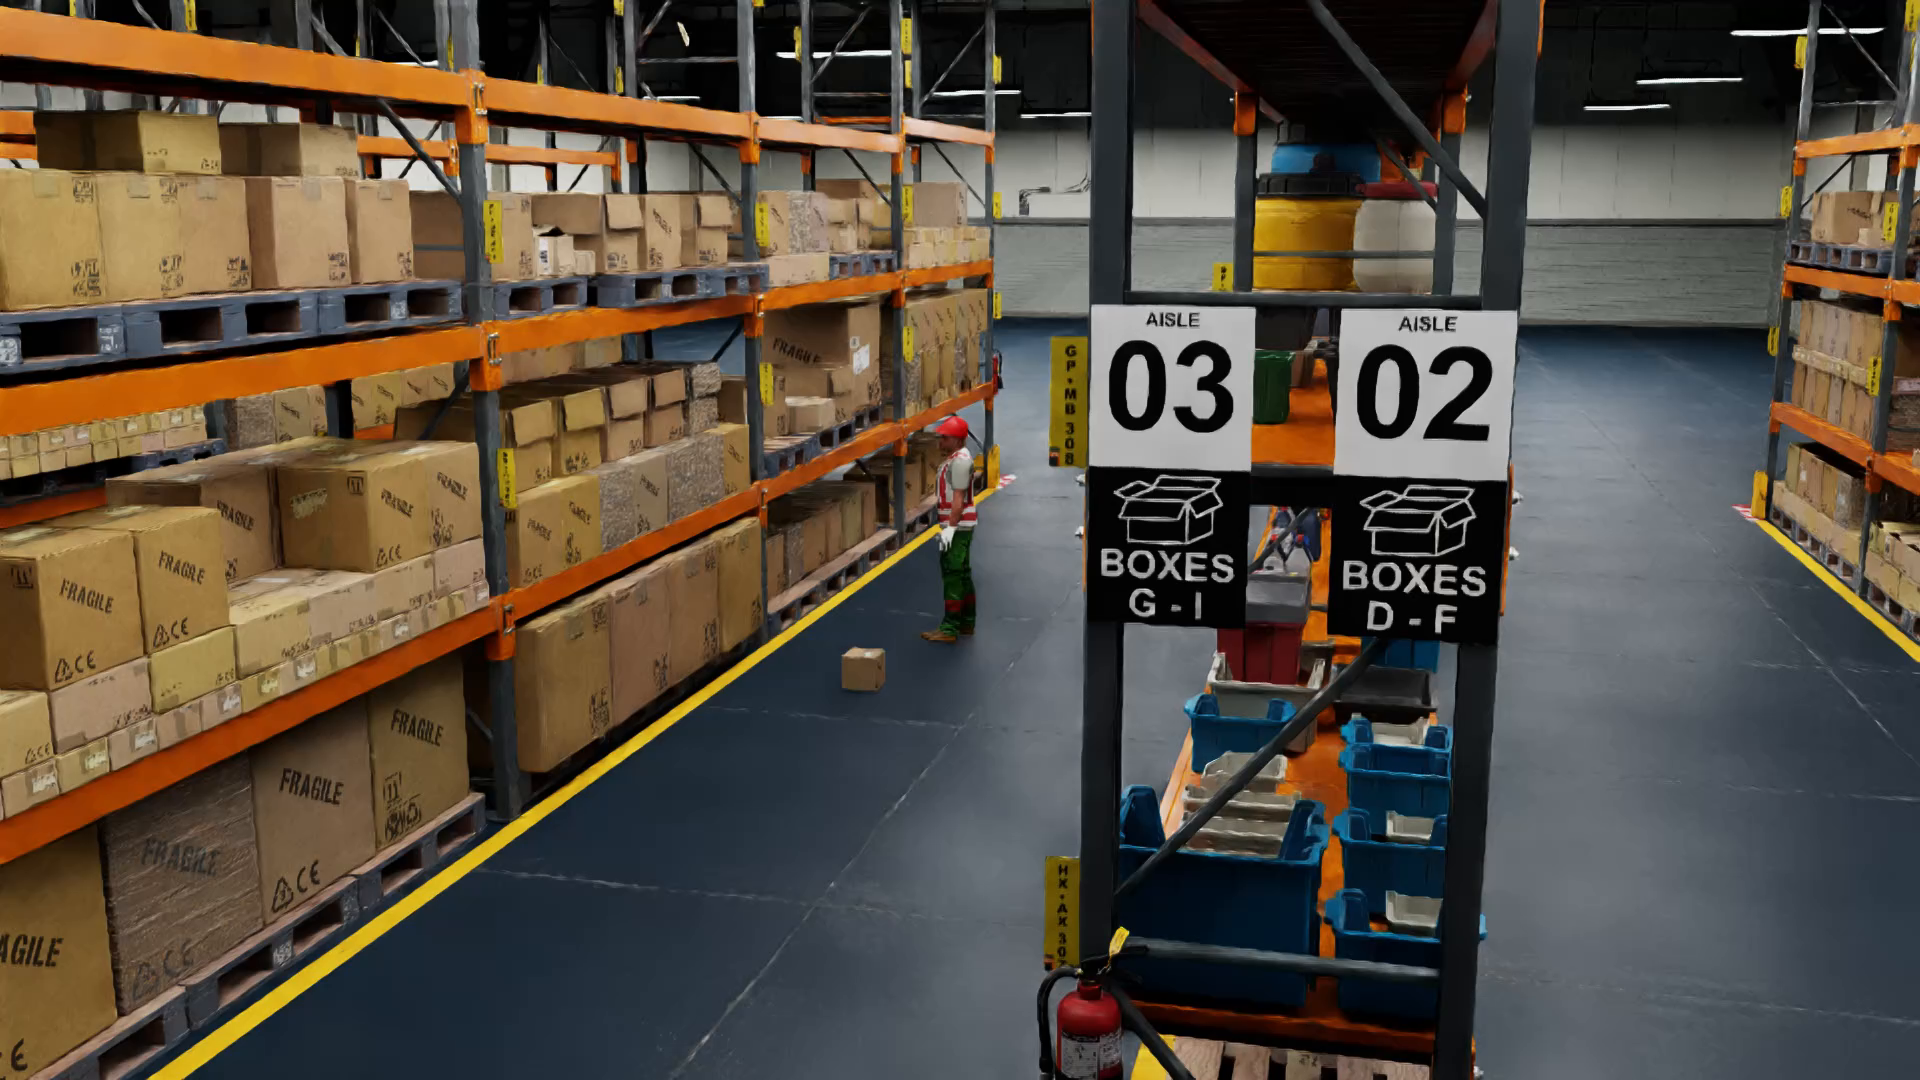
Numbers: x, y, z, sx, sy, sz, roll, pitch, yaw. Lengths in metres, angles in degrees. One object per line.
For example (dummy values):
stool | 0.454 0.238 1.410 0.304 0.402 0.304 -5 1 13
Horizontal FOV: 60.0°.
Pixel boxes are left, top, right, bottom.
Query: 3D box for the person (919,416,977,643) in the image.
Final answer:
person | -0.096 -0.091 13.177 0.465 1.794 0.620 0 11 -2
